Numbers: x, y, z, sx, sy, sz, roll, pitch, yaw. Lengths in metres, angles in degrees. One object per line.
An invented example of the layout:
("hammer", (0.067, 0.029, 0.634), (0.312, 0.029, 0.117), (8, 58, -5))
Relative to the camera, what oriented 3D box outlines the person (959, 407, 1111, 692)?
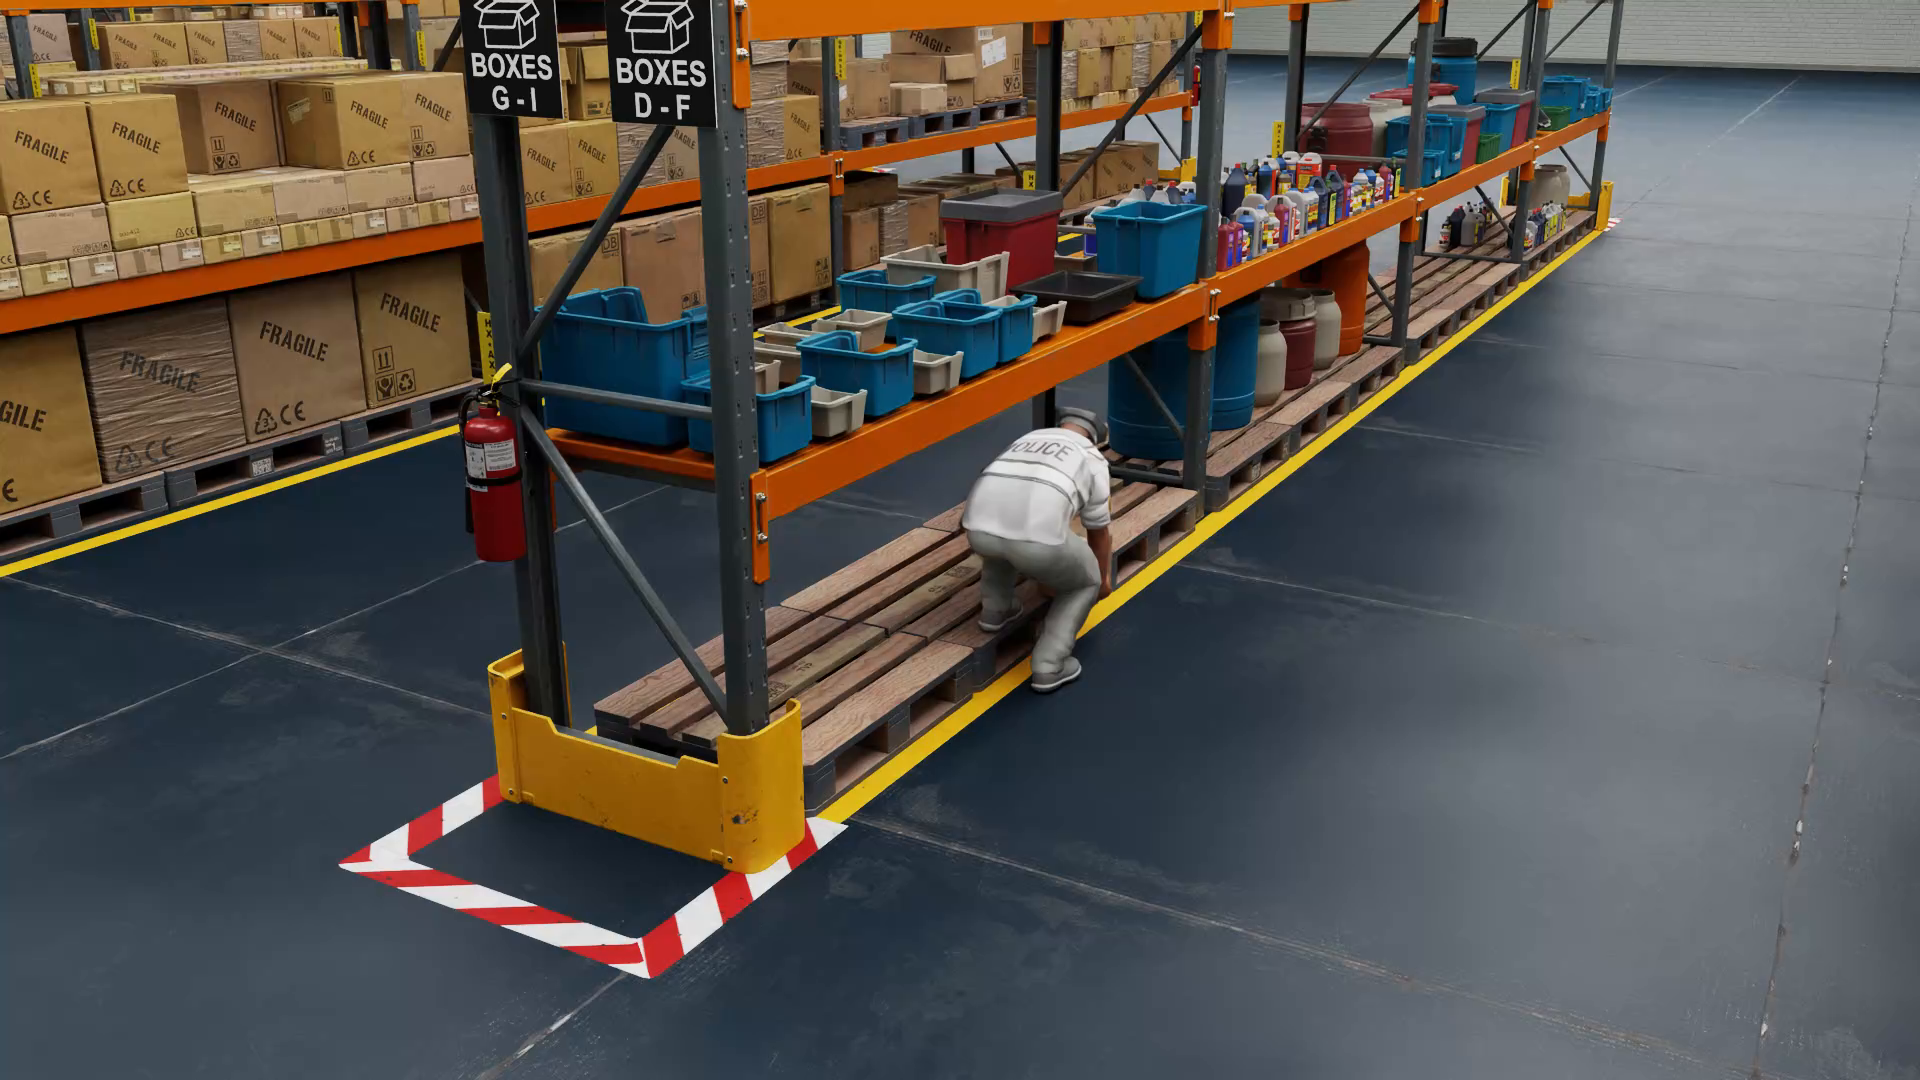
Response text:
("person", (0.358, 0.027, 7.058), (0.553, 1.043, 1.026), (9, 21, 25))
